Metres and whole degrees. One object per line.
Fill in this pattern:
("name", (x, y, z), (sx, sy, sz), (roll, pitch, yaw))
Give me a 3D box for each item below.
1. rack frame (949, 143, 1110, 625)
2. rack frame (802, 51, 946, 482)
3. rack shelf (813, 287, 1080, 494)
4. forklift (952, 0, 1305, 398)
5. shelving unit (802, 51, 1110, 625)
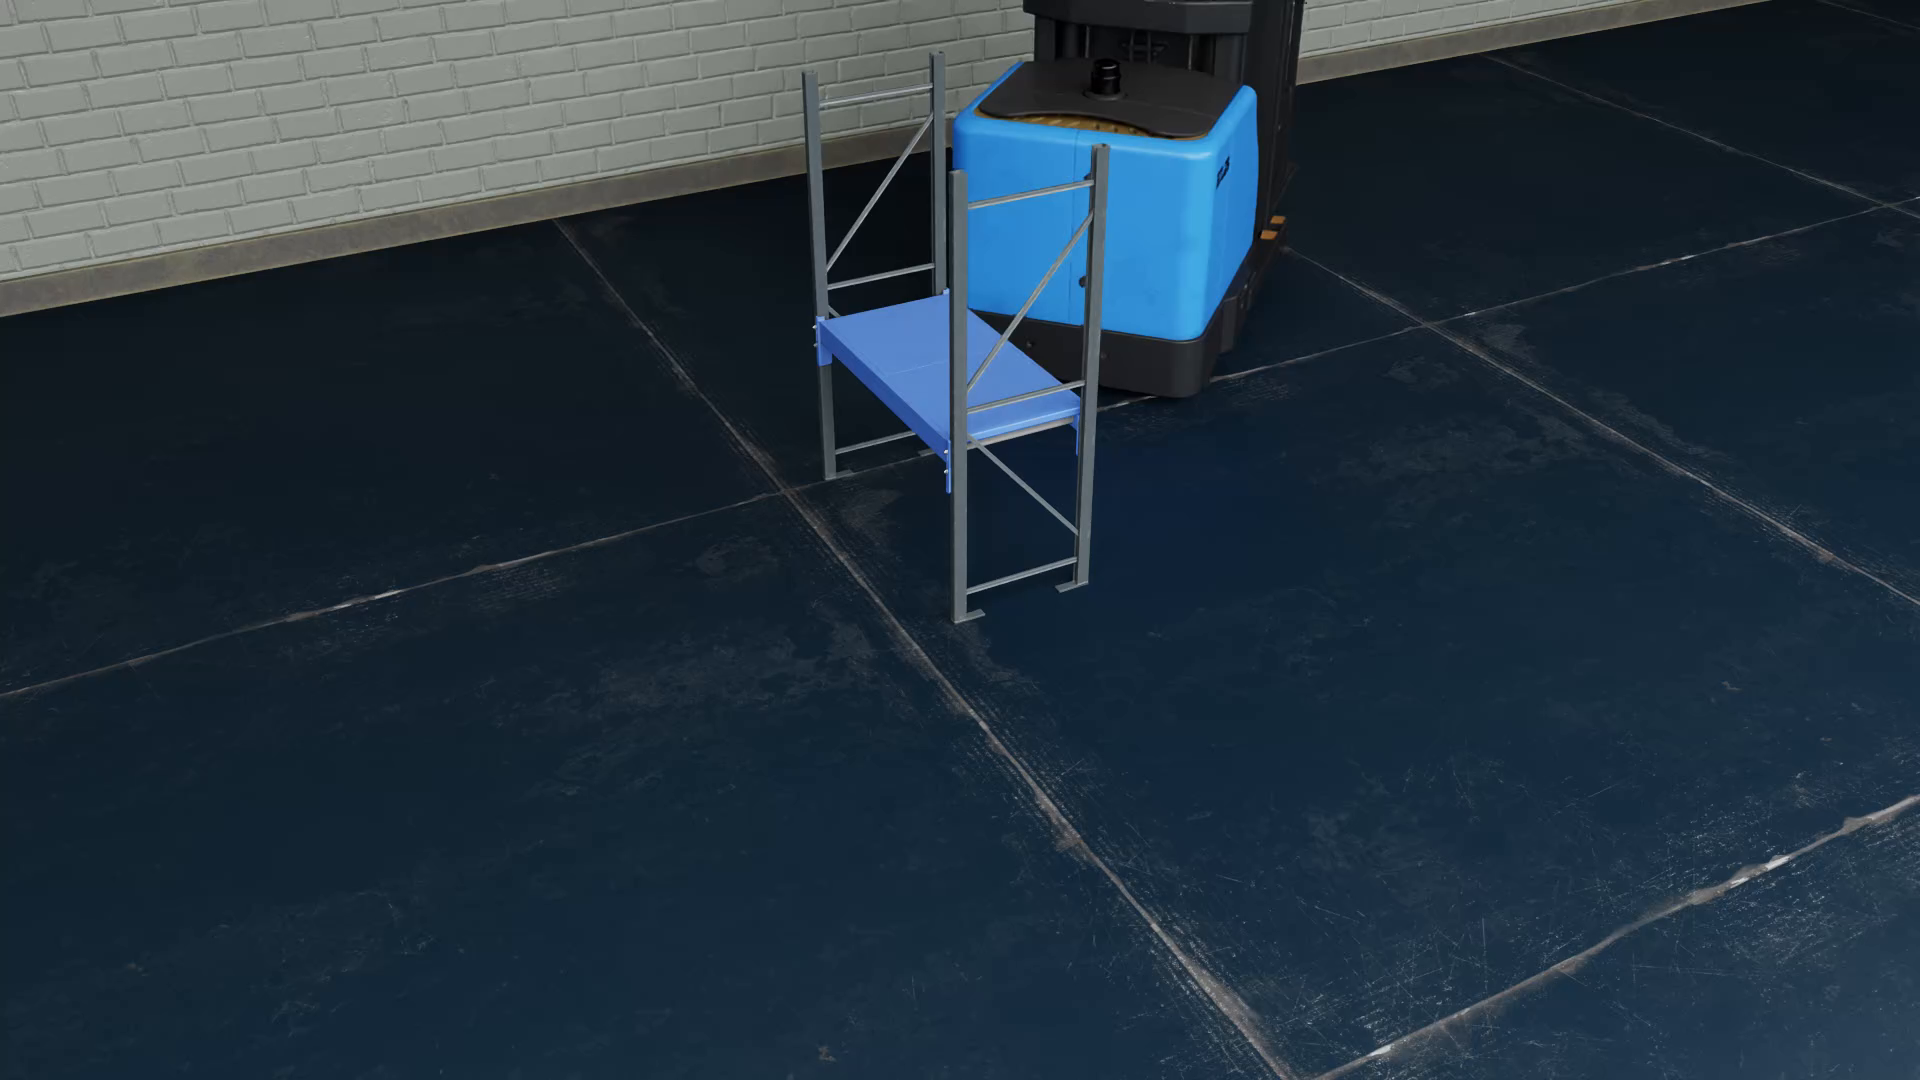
("rack frame", (0.197, -0.430, 5.030), (0.500, 1.500, 0.032), (-16, 36, -23))
("rack frame", (-0.277, -0.915, 5.788), (0.500, 1.500, 0.032), (-16, 36, -23))
("rack shelf", (-0.040, -0.521, 5.506), (0.538, 0.185, 1.000), (-16, 36, -23))
("forklift", (0.934, -2.575, 7.052), (1.130, 2.935, 3.031), (11, 34, 17))
("shelving unit", (-0.040, -0.672, 5.409), (0.538, 1.500, 1.048), (-16, 36, -23))
